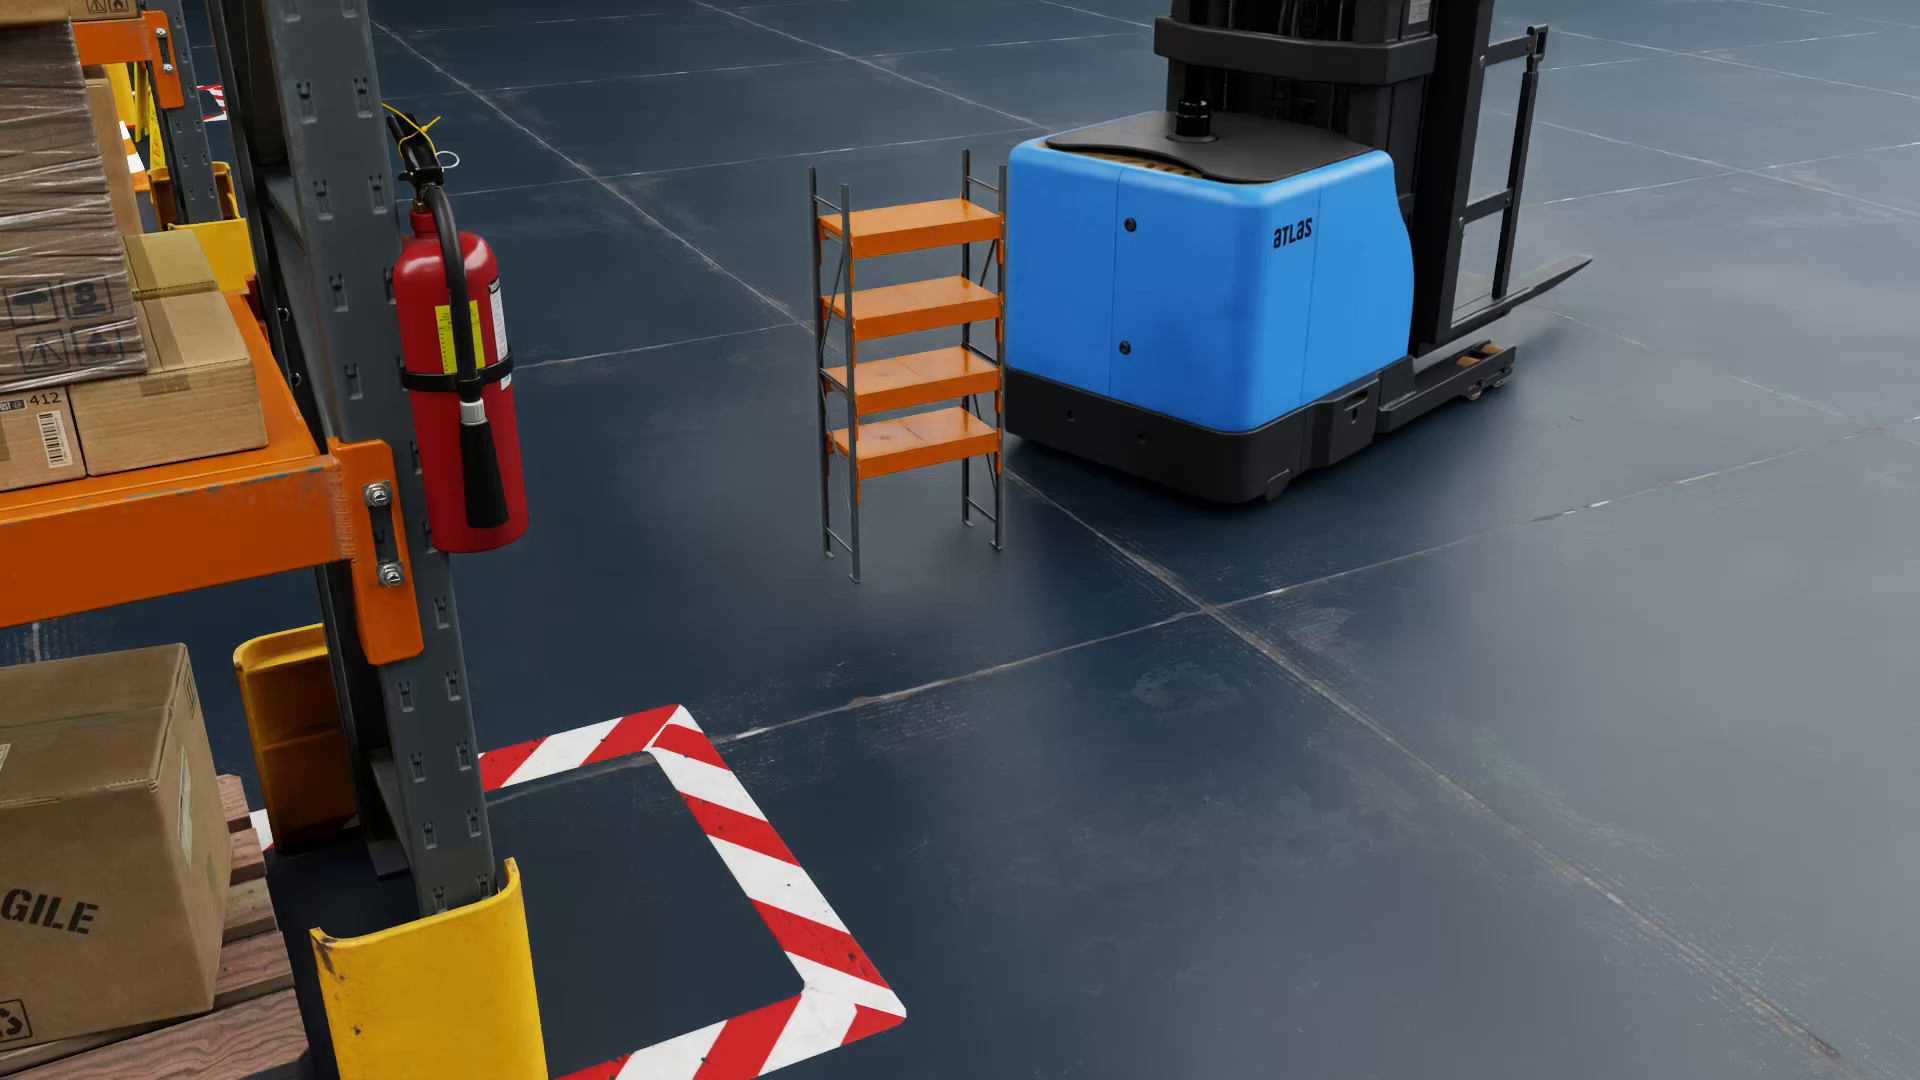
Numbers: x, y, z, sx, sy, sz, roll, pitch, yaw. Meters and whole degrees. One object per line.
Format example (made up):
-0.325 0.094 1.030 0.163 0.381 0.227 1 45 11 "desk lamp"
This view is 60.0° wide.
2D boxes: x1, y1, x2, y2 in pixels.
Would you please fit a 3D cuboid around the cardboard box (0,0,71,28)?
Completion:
-1.467 -0.927 2.101 0.500 0.500 0.500 -13 29 -25 "cardboard box"

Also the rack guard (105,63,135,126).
-5.828 -3.146 11.225 0.348 0.500 1.175 -13 29 -25 "rack guard"

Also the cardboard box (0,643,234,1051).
-1.657 0.555 3.032 0.500 0.500 0.500 -8 27 -16 "cardboard box"

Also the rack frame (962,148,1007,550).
0.069 -0.557 5.024 0.015 1.200 0.240 -13 29 -25 "rack frame"

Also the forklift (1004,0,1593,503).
1.518 -1.989 6.006 1.130 2.935 3.031 22 33 38 "forklift"

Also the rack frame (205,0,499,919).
-1.098 -0.504 2.833 0.127 3.000 1.000 -13 29 -25 "rack frame"

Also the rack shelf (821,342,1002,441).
-0.146 -0.447 4.949 0.480 0.148 0.258 -13 29 -25 "rack shelf"

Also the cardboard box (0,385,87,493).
-1.473 -0.203 2.497 0.250 0.149 0.380 -13 29 -25 "cardboard box"

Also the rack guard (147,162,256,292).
-3.322 -1.296 7.373 0.348 0.500 1.175 -13 29 -25 "rack guard"

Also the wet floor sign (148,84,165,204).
-4.249 -2.119 8.918 0.232 0.644 0.267 -19 31 -34 "wet floor sign"

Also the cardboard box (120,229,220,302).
-1.462 -0.423 2.956 0.250 0.149 0.380 -13 29 -25 "cardboard box"

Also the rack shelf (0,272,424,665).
-2.863 0.228 2.140 4.000 0.370 1.077 -13 29 -25 "rack shelf"

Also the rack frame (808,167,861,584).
-0.361 -0.457 4.817 0.015 1.200 0.240 -13 29 -25 "rack frame"

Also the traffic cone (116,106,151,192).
-4.711 -2.210 9.318 0.334 0.463 0.336 -13 29 -25 "traffic cone"

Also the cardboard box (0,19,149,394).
-1.596 -0.581 2.536 0.500 0.500 0.875 -13 29 -25 "cardboard box"

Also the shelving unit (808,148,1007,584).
-0.146 -0.507 4.920 0.503 1.200 0.258 -13 29 -25 "shelving unit"

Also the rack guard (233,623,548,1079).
-1.165 0.639 3.342 0.348 0.500 1.175 -13 29 -25 "rack guard"

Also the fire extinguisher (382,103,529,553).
-0.780 -0.316 2.532 0.183 0.674 0.296 -13 29 -25 "fire extinguisher"

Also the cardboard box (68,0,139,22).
-3.649 -2.393 6.595 0.550 0.550 0.875 -13 29 -25 "cardboard box"

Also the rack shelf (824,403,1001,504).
-0.146 -0.268 5.035 0.480 0.148 0.258 -13 29 -25 "rack shelf"

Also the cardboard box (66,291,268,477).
-1.252 -0.253 2.602 0.250 0.149 0.380 -13 29 -25 "cardboard box"

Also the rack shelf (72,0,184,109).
-5.107 -1.687 6.129 4.000 0.370 1.077 -13 29 -25 "rack shelf"

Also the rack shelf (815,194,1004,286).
-0.146 -0.861 4.750 0.480 0.148 0.258 -13 29 -25 "rack shelf"

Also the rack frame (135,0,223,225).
-3.343 -2.418 6.821 0.127 3.000 1.000 -13 29 -25 "rack frame"

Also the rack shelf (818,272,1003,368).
-0.146 -0.648 4.852 0.480 0.148 0.258 -13 29 -25 "rack shelf"

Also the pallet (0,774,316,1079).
-1.898 0.921 3.088 1.213 0.211 1.003 -13 29 -25 "pallet"

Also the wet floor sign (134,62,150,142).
-5.090 -2.857 10.455 0.232 0.644 0.267 -4 26 -7 "wet floor sign"

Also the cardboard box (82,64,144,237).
-3.910 -1.486 6.850 0.875 0.875 0.875 -13 28 -25 "cardboard box"
